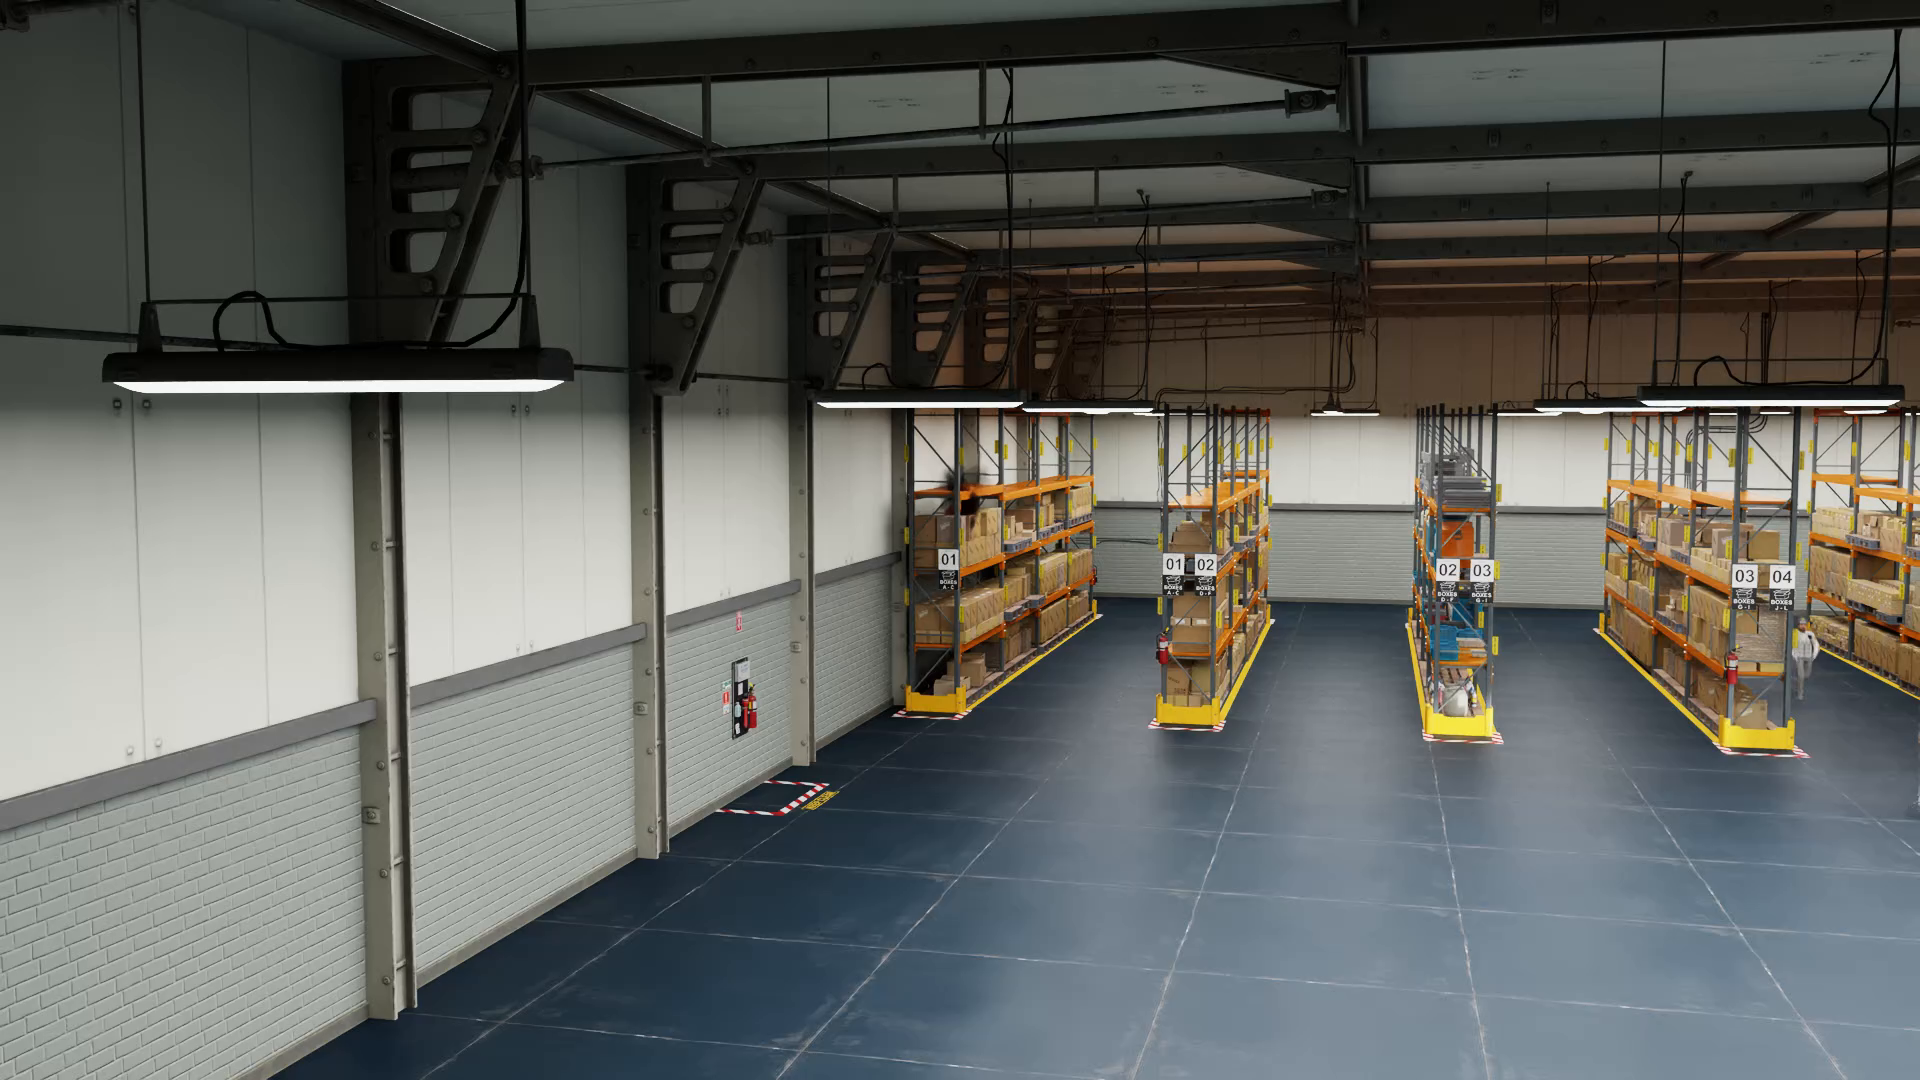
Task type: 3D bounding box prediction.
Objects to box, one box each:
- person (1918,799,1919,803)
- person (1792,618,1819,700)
[{"bbox_3d":[14.071,3.160,23.564,0.903,1.685,0.585,4,6,44],"label":"person"},{"bbox_3d":[17.295,2.414,34.171,0.626,1.681,0.621,1,4,13],"label":"person"}]
